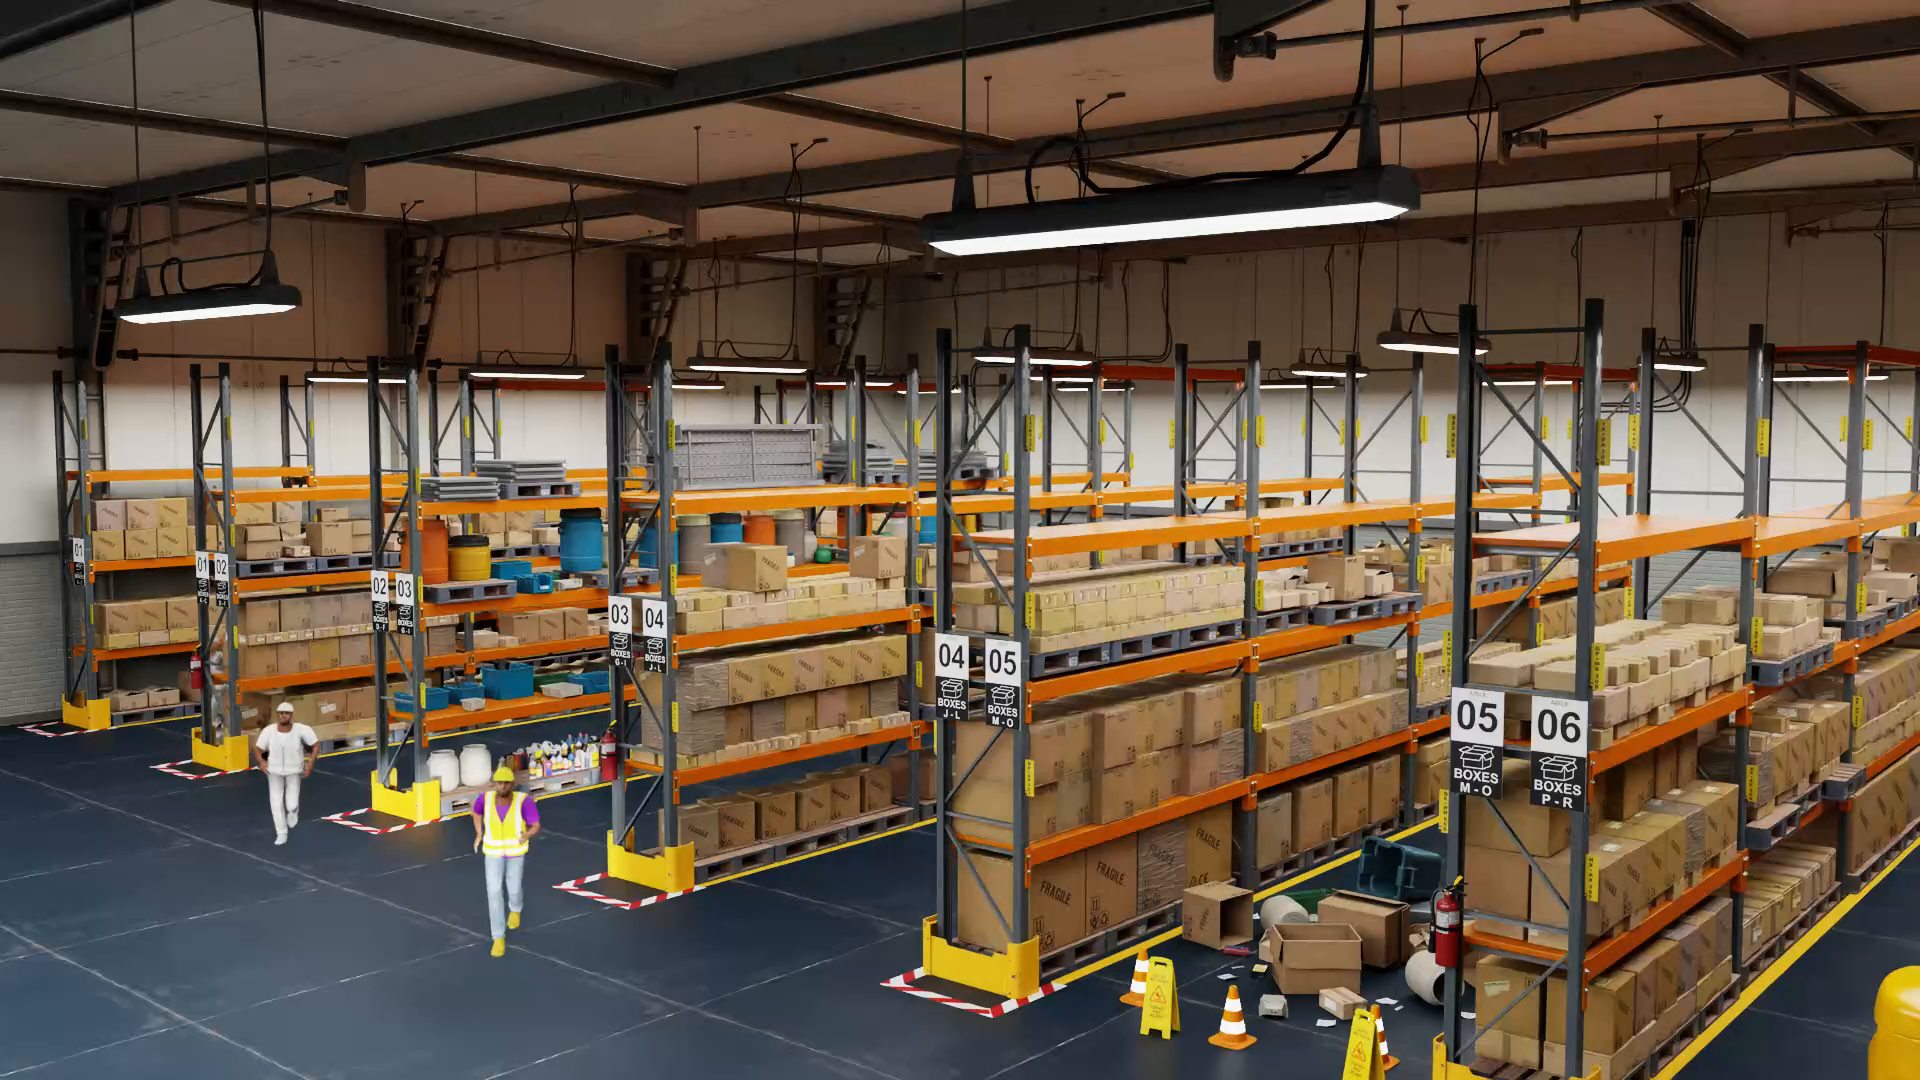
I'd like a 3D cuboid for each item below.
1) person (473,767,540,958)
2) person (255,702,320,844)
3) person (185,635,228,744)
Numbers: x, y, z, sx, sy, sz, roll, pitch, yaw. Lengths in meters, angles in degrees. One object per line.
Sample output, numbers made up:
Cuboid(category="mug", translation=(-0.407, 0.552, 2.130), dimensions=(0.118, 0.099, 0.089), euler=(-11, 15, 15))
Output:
Cuboid(category="person", translation=(-4.474, 3.099, 16.424), dimensions=(0.648, 1.783, 0.968), euler=(-1, 4, -13))
Cuboid(category="person", translation=(-8.281, 2.809, 20.469), dimensions=(0.749, 1.658, 0.583), euler=(-1, 4, -14))
Cuboid(category="person", translation=(-11.791, 2.386, 26.154), dimensions=(0.649, 1.776, 0.643), euler=(2, 5, 29))
